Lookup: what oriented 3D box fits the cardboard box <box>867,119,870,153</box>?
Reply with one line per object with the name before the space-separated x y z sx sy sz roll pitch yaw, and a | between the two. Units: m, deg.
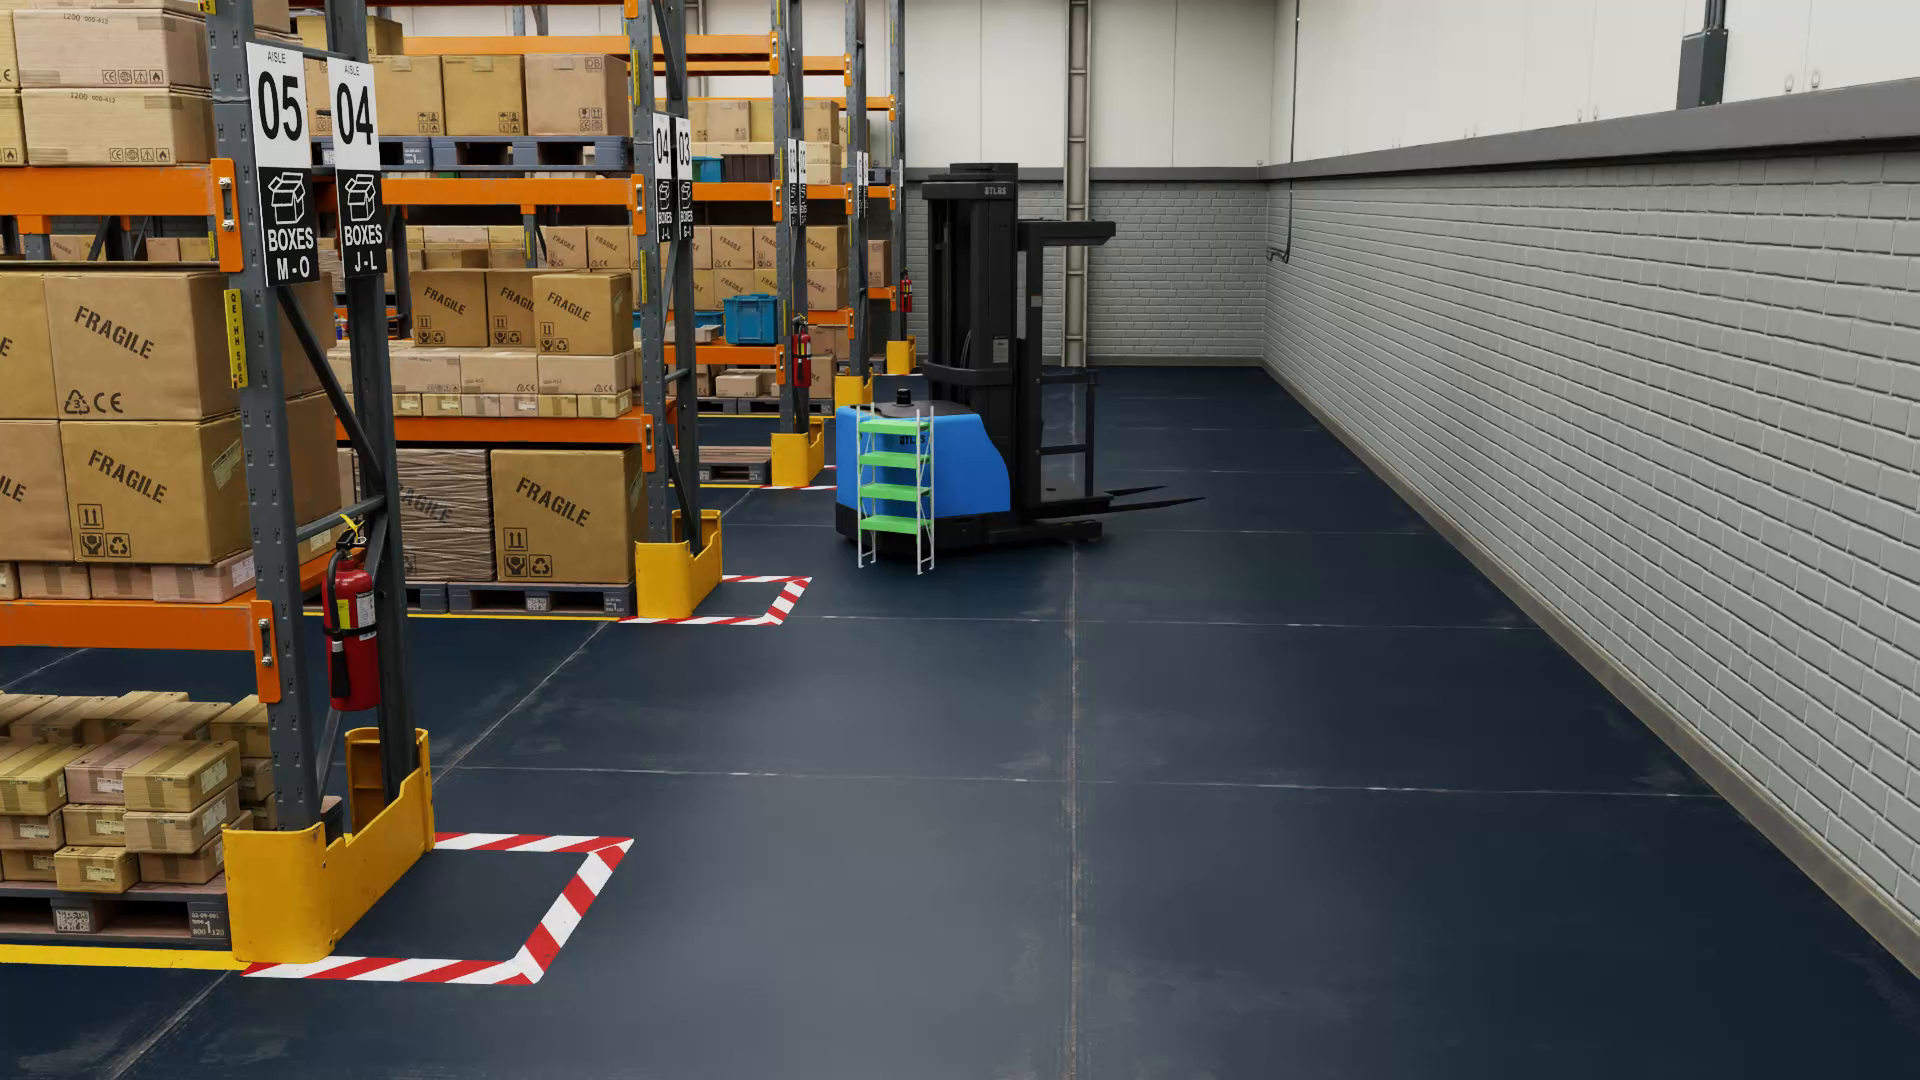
cardboard box | -1.646 -6.187 25.456 0.500 0.500 0.500 0 12 2

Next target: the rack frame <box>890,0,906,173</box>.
rack frame | -0.934 -7.047 24.980 0.127 3.000 1.000 1 12 4

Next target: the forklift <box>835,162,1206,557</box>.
forklift | 0.560 -1.493 13.247 3.031 2.935 1.130 -6 13 -26

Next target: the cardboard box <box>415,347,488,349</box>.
cardboard box | -3.408 -1.222 11.426 0.500 0.250 0.500 0 12 2

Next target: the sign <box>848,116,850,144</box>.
sign | -1.318 -4.887 19.818 0.005 0.325 0.100 1 12 4

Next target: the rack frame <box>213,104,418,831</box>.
rack frame | -2.359 -0.063 6.245 0.127 3.000 1.000 1 12 4

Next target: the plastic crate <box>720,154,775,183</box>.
plastic crate | -1.962 -3.553 15.923 0.590 0.269 0.497 1 12 4

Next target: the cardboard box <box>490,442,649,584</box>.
cardboard box | -2.571 -0.233 11.220 0.875 0.875 0.875 1 12 4

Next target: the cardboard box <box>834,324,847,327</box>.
cardboard box | -1.779 -3.364 25.520 0.250 0.149 0.380 1 12 3

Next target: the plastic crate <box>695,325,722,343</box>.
plastic crate | -2.422 -1.962 15.817 0.243 0.136 0.396 1 12 4

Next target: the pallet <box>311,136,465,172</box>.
pallet | -3.888 -2.524 10.899 1.213 0.211 1.003 1 12 4

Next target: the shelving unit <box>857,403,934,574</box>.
shelving unit | -0.470 -0.381 12.160 0.503 1.200 0.258 6 13 25

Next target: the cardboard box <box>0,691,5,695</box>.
cardboard box | -4.174 0.745 6.865 0.250 0.149 0.380 1 12 5

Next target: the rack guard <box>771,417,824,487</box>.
rack guard | -1.571 -0.866 16.186 0.348 0.500 1.175 1 12 4

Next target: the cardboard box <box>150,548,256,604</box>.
cardboard box | -2.704 0.113 6.016 0.250 0.149 0.380 1 12 4

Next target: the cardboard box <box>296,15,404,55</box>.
cardboard box | -3.942 -3.244 10.777 0.500 0.250 0.500 0 12 2

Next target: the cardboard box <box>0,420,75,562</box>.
cardboard box | -3.338 -0.220 6.021 0.500 0.500 0.500 1 12 3

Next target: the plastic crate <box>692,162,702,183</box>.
plastic crate | -2.599 -3.407 15.419 0.336 0.188 0.450 1 12 4

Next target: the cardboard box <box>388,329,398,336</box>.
cardboard box | -7.217 -2.589 21.520 0.500 0.250 0.500 1 12 3

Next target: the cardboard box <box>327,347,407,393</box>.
cardboard box | -3.962 -1.120 10.936 0.500 0.250 0.500 1 12 4

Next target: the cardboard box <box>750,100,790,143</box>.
cardboard box | -2.268 -5.133 20.470 0.500 0.500 0.700 1 12 4

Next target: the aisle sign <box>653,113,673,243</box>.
aisle sign | -1.875 -2.285 10.518 0.004 0.787 0.394 1 12 4

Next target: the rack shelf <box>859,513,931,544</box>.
rack shelf | -0.470 -0.084 12.223 0.480 0.148 0.258 6 13 25

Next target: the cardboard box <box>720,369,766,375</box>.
cardboard box | -2.783 -2.047 21.371 0.500 0.250 0.500 1 12 4

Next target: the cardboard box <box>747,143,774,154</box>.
cardboard box | -2.290 -4.700 20.231 0.500 0.250 0.500 1 12 4

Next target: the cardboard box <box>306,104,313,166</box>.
cardboard box | -2.790 -1.516 6.232 0.500 0.250 0.500 1 12 6

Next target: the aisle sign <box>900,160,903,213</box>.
aisle sign | -0.882 -5.321 25.031 0.004 0.787 0.394 1 12 4

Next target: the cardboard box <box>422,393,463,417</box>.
cardboard box | -3.323 -0.904 10.875 0.250 0.149 0.380 1 12 2

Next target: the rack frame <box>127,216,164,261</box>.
rack frame | -12.907 -4.275 26.380 0.127 3.000 1.000 1 12 4

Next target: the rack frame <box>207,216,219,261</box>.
rack frame | -9.243 -3.208 21.280 0.127 3.000 1.000 1 12 4

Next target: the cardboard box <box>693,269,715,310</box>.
cardboard box | -3.244 -3.120 20.611 0.500 0.500 0.500 1 12 3

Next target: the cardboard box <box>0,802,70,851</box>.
cardboard box | -3.424 1.025 6.251 0.250 0.149 0.380 0 12 1

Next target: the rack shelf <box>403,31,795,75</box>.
rack shelf | -3.592 -4.503 15.550 4.000 0.370 1.077 1 12 4

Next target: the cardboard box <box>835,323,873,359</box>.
cardboard box | -1.639 -3.082 25.756 0.500 0.500 0.700 1 12 4

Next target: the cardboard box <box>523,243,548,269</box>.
cardboard box | -6.413 -4.338 25.662 0.500 0.500 0.500 1 12 4

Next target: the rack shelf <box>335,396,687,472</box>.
rack shelf | -3.923 -0.750 11.286 4.000 0.370 1.077 1 12 4

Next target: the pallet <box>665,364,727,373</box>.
pallet | -4.172 -2.774 26.016 1.213 0.211 1.003 1 12 4

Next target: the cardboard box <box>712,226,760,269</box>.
cardboard box | -2.746 -3.600 20.466 0.500 0.500 0.500 1 12 5

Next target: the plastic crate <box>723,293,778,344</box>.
plastic crate | -1.943 -2.100 15.749 0.499 0.435 0.616 1 12 4

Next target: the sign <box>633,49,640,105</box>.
sign | -1.977 -2.827 10.163 0.005 0.325 0.100 1 12 4

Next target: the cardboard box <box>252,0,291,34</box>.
cardboard box | -2.667 -1.949 6.104 0.250 0.149 0.380 1 12 3

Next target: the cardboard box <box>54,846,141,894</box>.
cardboard box | -3.162 1.179 6.242 0.250 0.149 0.380 1 12 5

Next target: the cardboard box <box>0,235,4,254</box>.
cardboard box | -14.919 -4.544 26.149 0.500 0.500 0.500 1 12 6

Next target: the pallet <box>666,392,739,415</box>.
pallet | -3.347 -1.763 21.181 1.213 0.211 1.003 1 12 4

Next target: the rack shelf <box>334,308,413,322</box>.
rack shelf | -7.248 -2.829 21.223 4.000 0.370 1.077 1 12 4

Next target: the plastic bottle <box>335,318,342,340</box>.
plastic bottle | -6.002 -2.020 15.904 0.135 0.276 0.152 1 12 4
